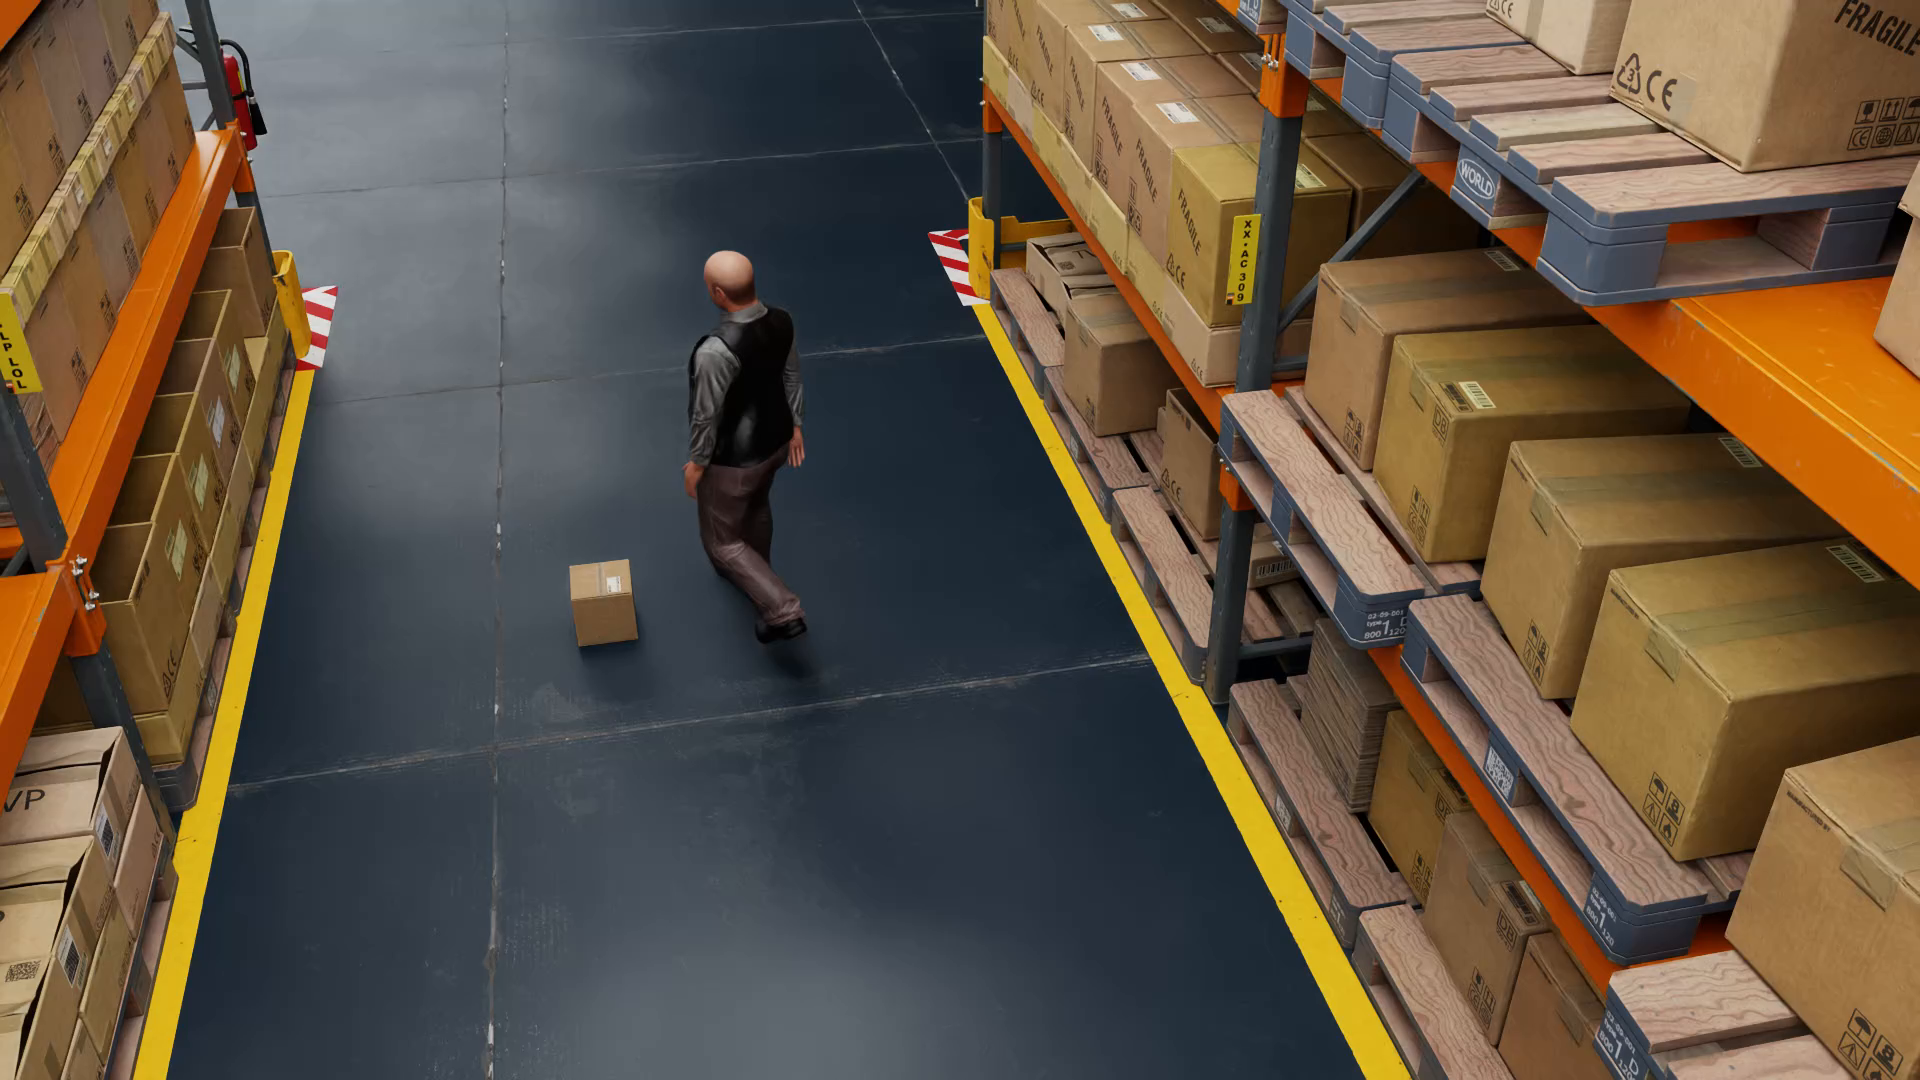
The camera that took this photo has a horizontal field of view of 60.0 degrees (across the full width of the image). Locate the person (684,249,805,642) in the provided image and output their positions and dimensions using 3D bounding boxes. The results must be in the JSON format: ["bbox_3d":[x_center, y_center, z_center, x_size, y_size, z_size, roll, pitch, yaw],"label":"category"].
[{"bbox_3d":[-0.879,-0.381,6.729,0.728,1.706,0.563,16,37,22],"label":"person"}]
